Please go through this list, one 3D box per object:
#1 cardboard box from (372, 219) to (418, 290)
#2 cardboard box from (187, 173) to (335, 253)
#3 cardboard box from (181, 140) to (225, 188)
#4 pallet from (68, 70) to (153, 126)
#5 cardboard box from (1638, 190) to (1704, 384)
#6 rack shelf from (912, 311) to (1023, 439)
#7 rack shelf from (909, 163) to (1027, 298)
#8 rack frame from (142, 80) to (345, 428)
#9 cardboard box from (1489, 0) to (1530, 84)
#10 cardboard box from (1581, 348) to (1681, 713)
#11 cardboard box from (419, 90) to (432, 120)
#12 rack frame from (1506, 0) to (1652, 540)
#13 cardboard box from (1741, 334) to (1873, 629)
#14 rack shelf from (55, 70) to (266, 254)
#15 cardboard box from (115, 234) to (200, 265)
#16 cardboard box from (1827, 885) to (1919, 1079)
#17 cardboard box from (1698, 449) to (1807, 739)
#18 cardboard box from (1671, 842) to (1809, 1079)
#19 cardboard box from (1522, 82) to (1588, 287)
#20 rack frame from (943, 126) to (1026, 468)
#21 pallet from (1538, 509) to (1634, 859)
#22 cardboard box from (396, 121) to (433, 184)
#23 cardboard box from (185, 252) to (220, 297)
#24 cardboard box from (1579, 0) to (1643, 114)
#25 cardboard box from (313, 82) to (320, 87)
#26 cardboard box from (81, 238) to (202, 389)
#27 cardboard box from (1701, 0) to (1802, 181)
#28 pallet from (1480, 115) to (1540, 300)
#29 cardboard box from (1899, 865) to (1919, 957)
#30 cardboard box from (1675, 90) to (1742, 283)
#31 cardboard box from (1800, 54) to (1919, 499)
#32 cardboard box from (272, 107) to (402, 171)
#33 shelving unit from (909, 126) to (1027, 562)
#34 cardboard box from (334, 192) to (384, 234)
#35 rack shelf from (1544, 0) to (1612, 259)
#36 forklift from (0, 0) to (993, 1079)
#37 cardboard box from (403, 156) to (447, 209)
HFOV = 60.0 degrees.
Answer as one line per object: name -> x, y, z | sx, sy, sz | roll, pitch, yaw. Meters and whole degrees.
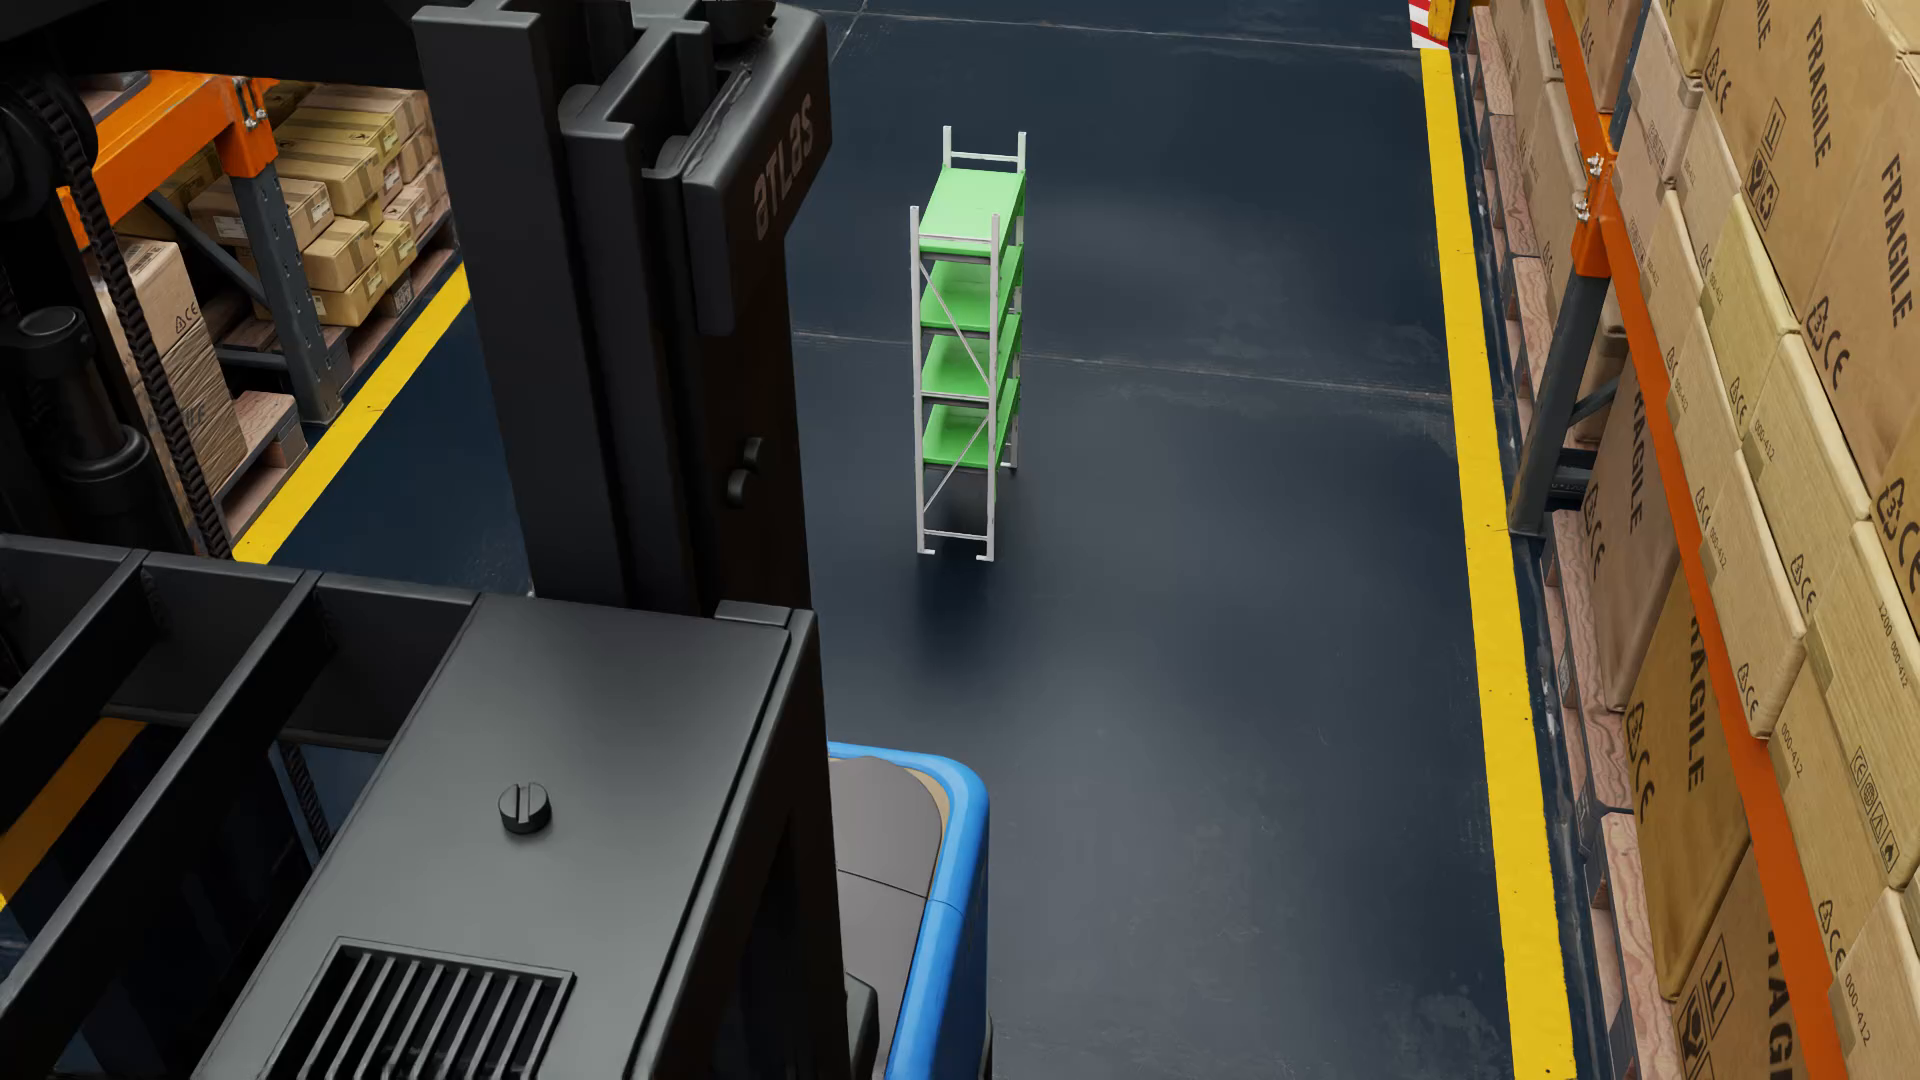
cardboard box -> -2.226, -1.059, 6.085 | 0.380, 0.149, 0.250 | 8, 40, 9
cardboard box -> -2.388, -1.122, 5.693 | 0.380, 0.149, 0.250 | 8, 40, 9
cardboard box -> -2.842, -1.345, 5.964 | 0.380, 0.149, 0.250 | 7, 40, 8
pallet -> -2.927, -1.098, 4.375 | 1.003, 0.211, 1.213 | 6, 40, 8
cardboard box -> 1.817, -0.524, 3.647 | 0.500, 0.250, 0.500 | 5, 40, 7
rack shelf -> 0.029, -0.517, 5.034 | 0.258, 0.148, 0.480 | 6, 40, 8
rack shelf -> 0.029, -0.887, 4.728 | 0.258, 0.148, 0.480 | 6, 40, 8
rack frame -> -2.652, -1.636, 4.875 | 1.000, 3.000, 0.127 | 6, 40, 8
cardboard box -> 2.917, -2.413, 7.496 | 0.875, 0.438, 0.875 | 5, 40, 6
cardboard box -> 2.212, -0.099, 4.353 | 0.875, 0.875, 0.875 | 8, 40, 9
cardboard box -> -2.140, -1.769, 6.476 | 0.380, 0.149, 0.250 | 7, 40, 9
rack frame -> 2.241, -1.153, 4.291 | 1.000, 3.000, 0.127 | 6, 40, 8
cardboard box -> 1.626, -0.082, 2.720 | 0.500, 0.250, 0.500 | 5, 40, 6
rack shelf -> -2.998, -0.103, 3.586 | 1.077, 0.370, 4.000 | 6, 40, 8
cardboard box -> -2.910, -1.046, 5.836 | 0.380, 0.149, 0.250 | 7, 40, 9
cardboard box -> 1.454, 0.746, 2.111 | 0.500, 0.250, 0.500 | 7, 40, 8
cardboard box -> 1.617, 0.109, 2.882 | 0.500, 0.250, 0.500 | 6, 40, 7
cardboard box -> 1.909, 1.030, 2.988 | 0.875, 0.875, 0.875 | 7, 40, 8
cardboard box -> 2.610, -1.272, 6.116 | 0.875, 0.438, 0.875 | 5, 40, 6
rack frame -> 0.071, -0.719, 5.179 | 0.240, 1.200, 0.015 | 6, 40, 8
pallet -> 2.182, 0.414, 4.584 | 1.003, 0.211, 1.213 | 6, 40, 8
cardboard box -> -2.262, -1.501, 6.385 | 0.380, 0.149, 0.250 | 4, 40, 5
cardboard box -> -2.920, -0.983, 5.992 | 0.380, 0.149, 0.250 | 7, 40, 8
cardboard box -> 2.069, -1.511, 4.645 | 0.500, 0.500, 0.500 | 7, 40, 8
cardboard box -> -2.728, -1.836, 6.558 | 0.380, 0.149, 0.250 | 5, 40, 6
cardboard box -> -2.532, -0.628, 4.699 | 0.500, 0.250, 0.500 | 5, 40, 6
cardboard box -> 1.821, -1.011, 3.255 | 0.500, 0.500, 0.500 | 6, 40, 7
pallet -> 2.658, -1.315, 6.675 | 1.003, 0.211, 1.213 | 6, 40, 8
cardboard box -> 1.467, 0.568, 1.935 | 0.500, 0.250, 0.500 | 5, 40, 7
cardboard box -> 1.825, -0.713, 3.484 | 0.500, 0.250, 0.500 | 7, 40, 8
cardboard box -> 1.648, -0.371, 2.481 | 0.500, 0.500, 0.500 | 6, 40, 7
cardboard box -> -2.287, -1.452, 6.093 | 0.380, 0.149, 0.250 | 6, 40, 7
shelving unit -> 0.029, -0.566, 4.993 | 0.258, 1.200, 0.503 | 6, 40, 8
cardboard box -> -2.319, -1.175, 5.991 | 0.380, 0.149, 0.250 | 7, 40, 8
rack shelf -> 2.587, -2.131, 6.038 | 1.077, 0.370, 4.000 | 6, 40, 8
forklift -> -0.695, 0.977, 1.768 | 1.130, 2.935, 3.031 | 6, 40, 8
cardboard box -> -2.240, -1.386, 6.480 | 0.380, 0.149, 0.250 | 6, 40, 7
